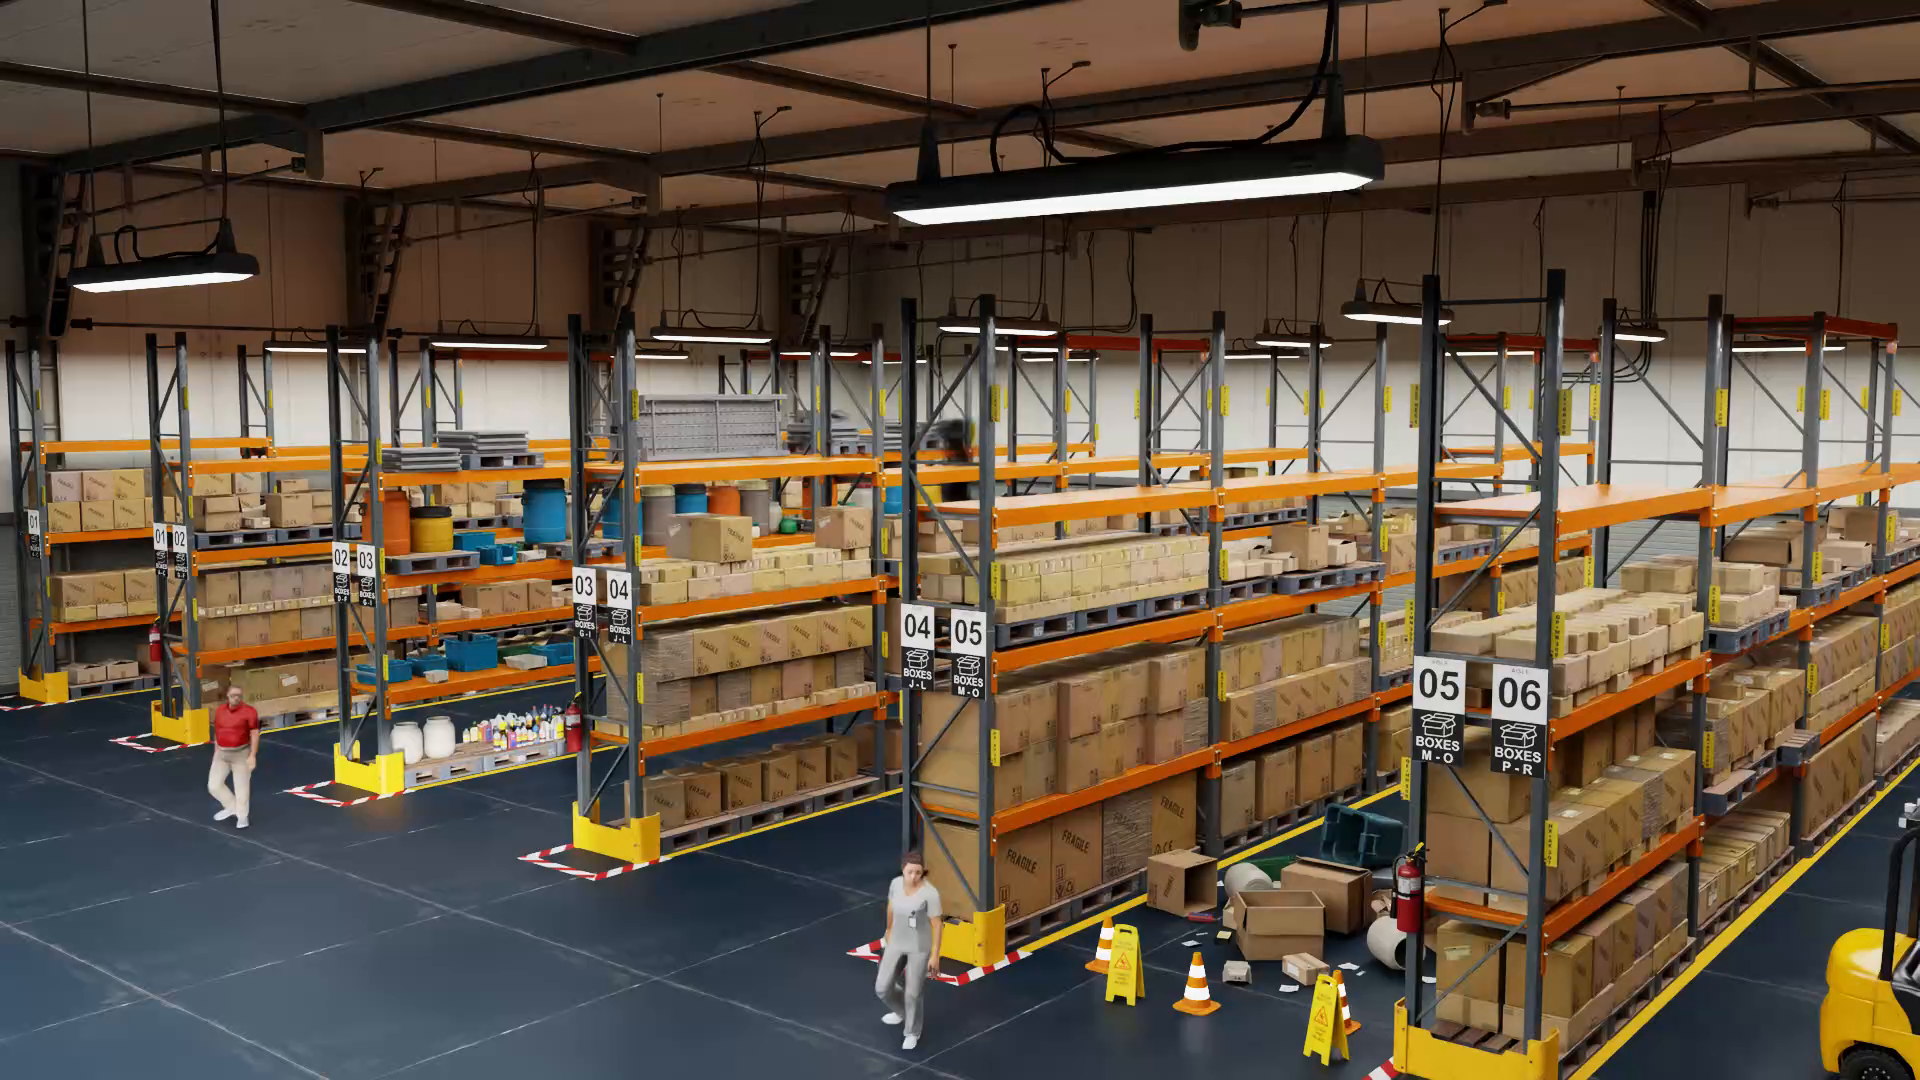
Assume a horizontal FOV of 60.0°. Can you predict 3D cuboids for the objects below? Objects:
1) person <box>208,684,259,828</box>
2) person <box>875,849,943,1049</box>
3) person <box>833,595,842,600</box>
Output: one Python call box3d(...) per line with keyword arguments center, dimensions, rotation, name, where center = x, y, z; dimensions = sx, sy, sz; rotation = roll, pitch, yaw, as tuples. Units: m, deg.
box3d(center=(-8.567, 2.537, 19.600), dimensions=(0.644, 1.721, 0.447), rotation=(0, 5, 4), name="person")
box3d(center=(-0.375, 3.187, 13.047), dimensions=(0.591, 1.630, 0.537), rotation=(2, 5, 20), name="person")
box3d(center=(-2.058, 1.626, 30.917), dimensions=(0.626, 1.528, 0.824), rotation=(2, 5, 21), name="person")
